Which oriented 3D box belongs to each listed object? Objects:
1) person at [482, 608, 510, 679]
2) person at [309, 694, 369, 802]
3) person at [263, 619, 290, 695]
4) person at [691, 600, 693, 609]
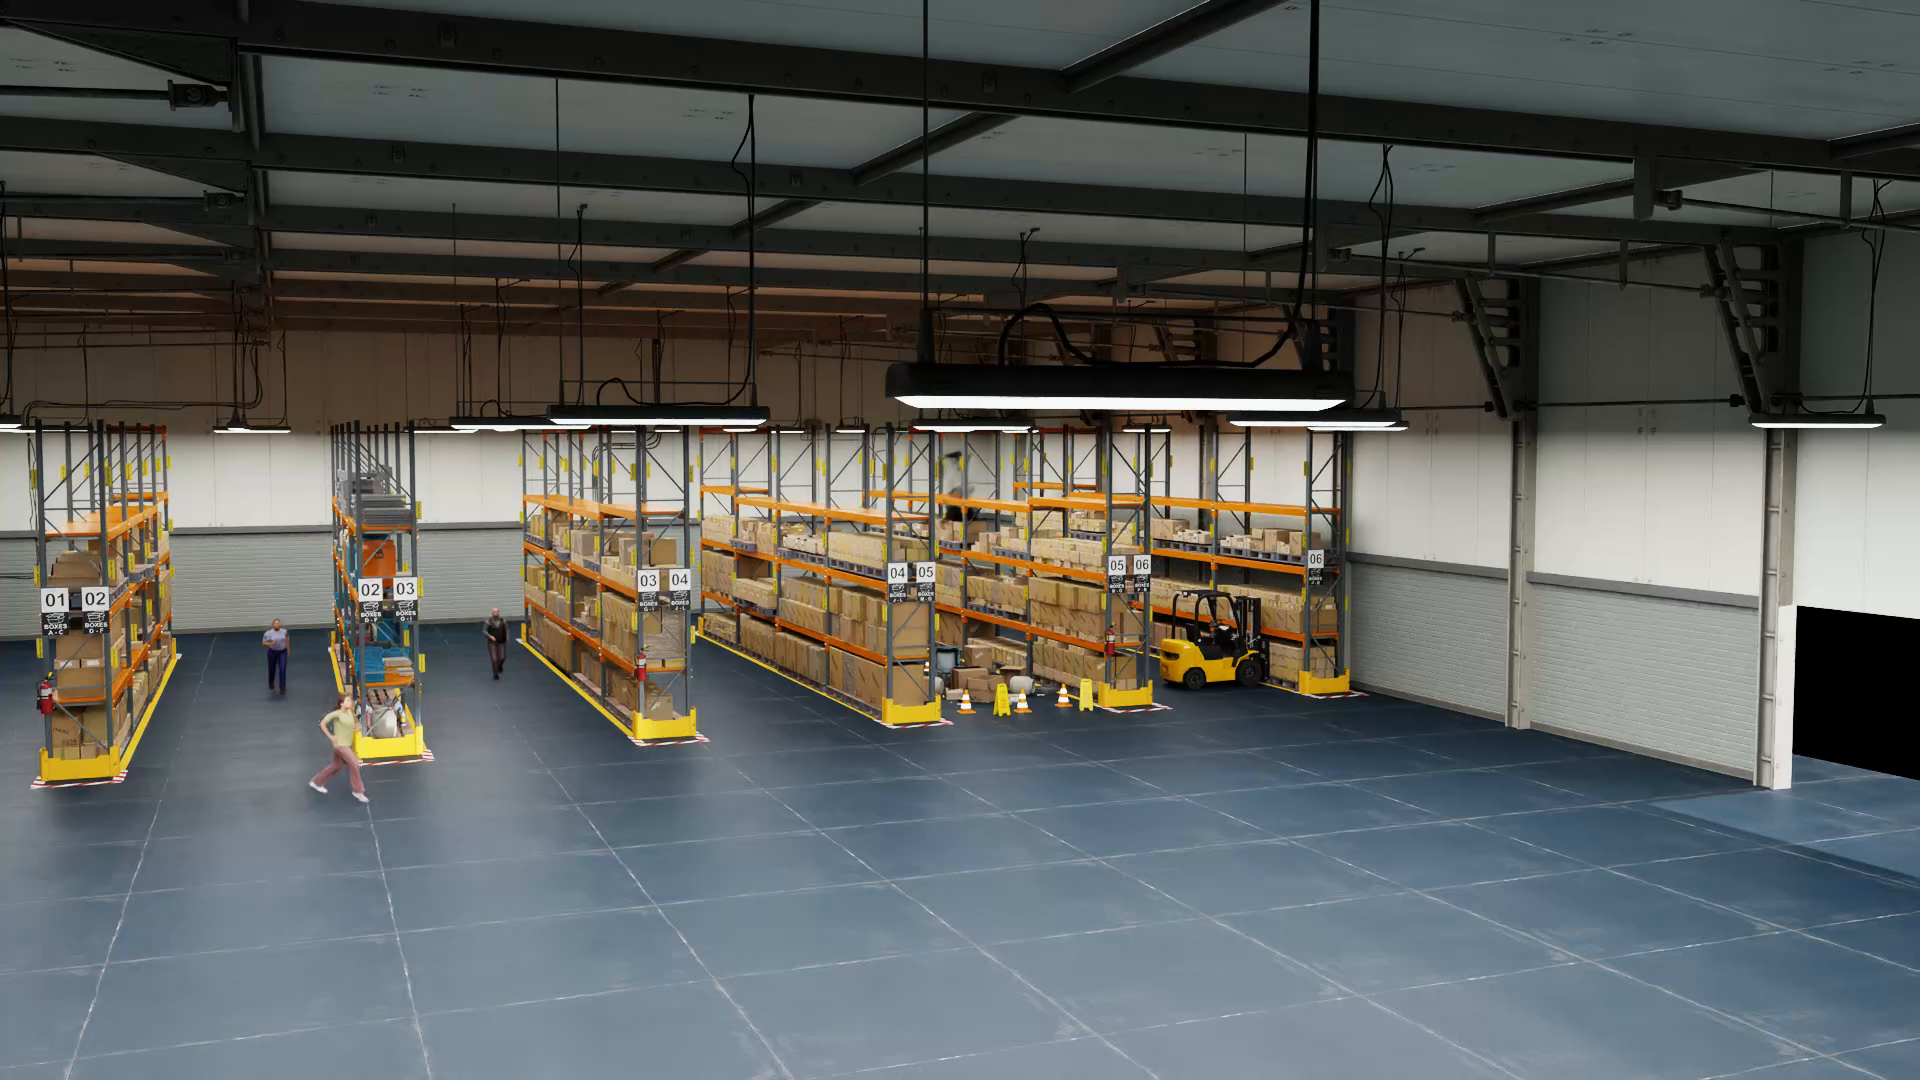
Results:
[{"bbox_3d":[-10.920,2.441,39.207,0.658,1.680,0.579,-2,4,-25],"label":"person"},{"bbox_3d":[-9.756,3.271,26.146,0.993,1.722,0.545,0,4,1],"label":"person"},{"bbox_3d":[-15.196,2.567,36.980,0.598,1.652,0.933,-2,4,-31],"label":"person"},{"bbox_3d":[-7.518,2.096,45.154,0.555,1.615,0.632,-1,4,-20],"label":"person"}]
